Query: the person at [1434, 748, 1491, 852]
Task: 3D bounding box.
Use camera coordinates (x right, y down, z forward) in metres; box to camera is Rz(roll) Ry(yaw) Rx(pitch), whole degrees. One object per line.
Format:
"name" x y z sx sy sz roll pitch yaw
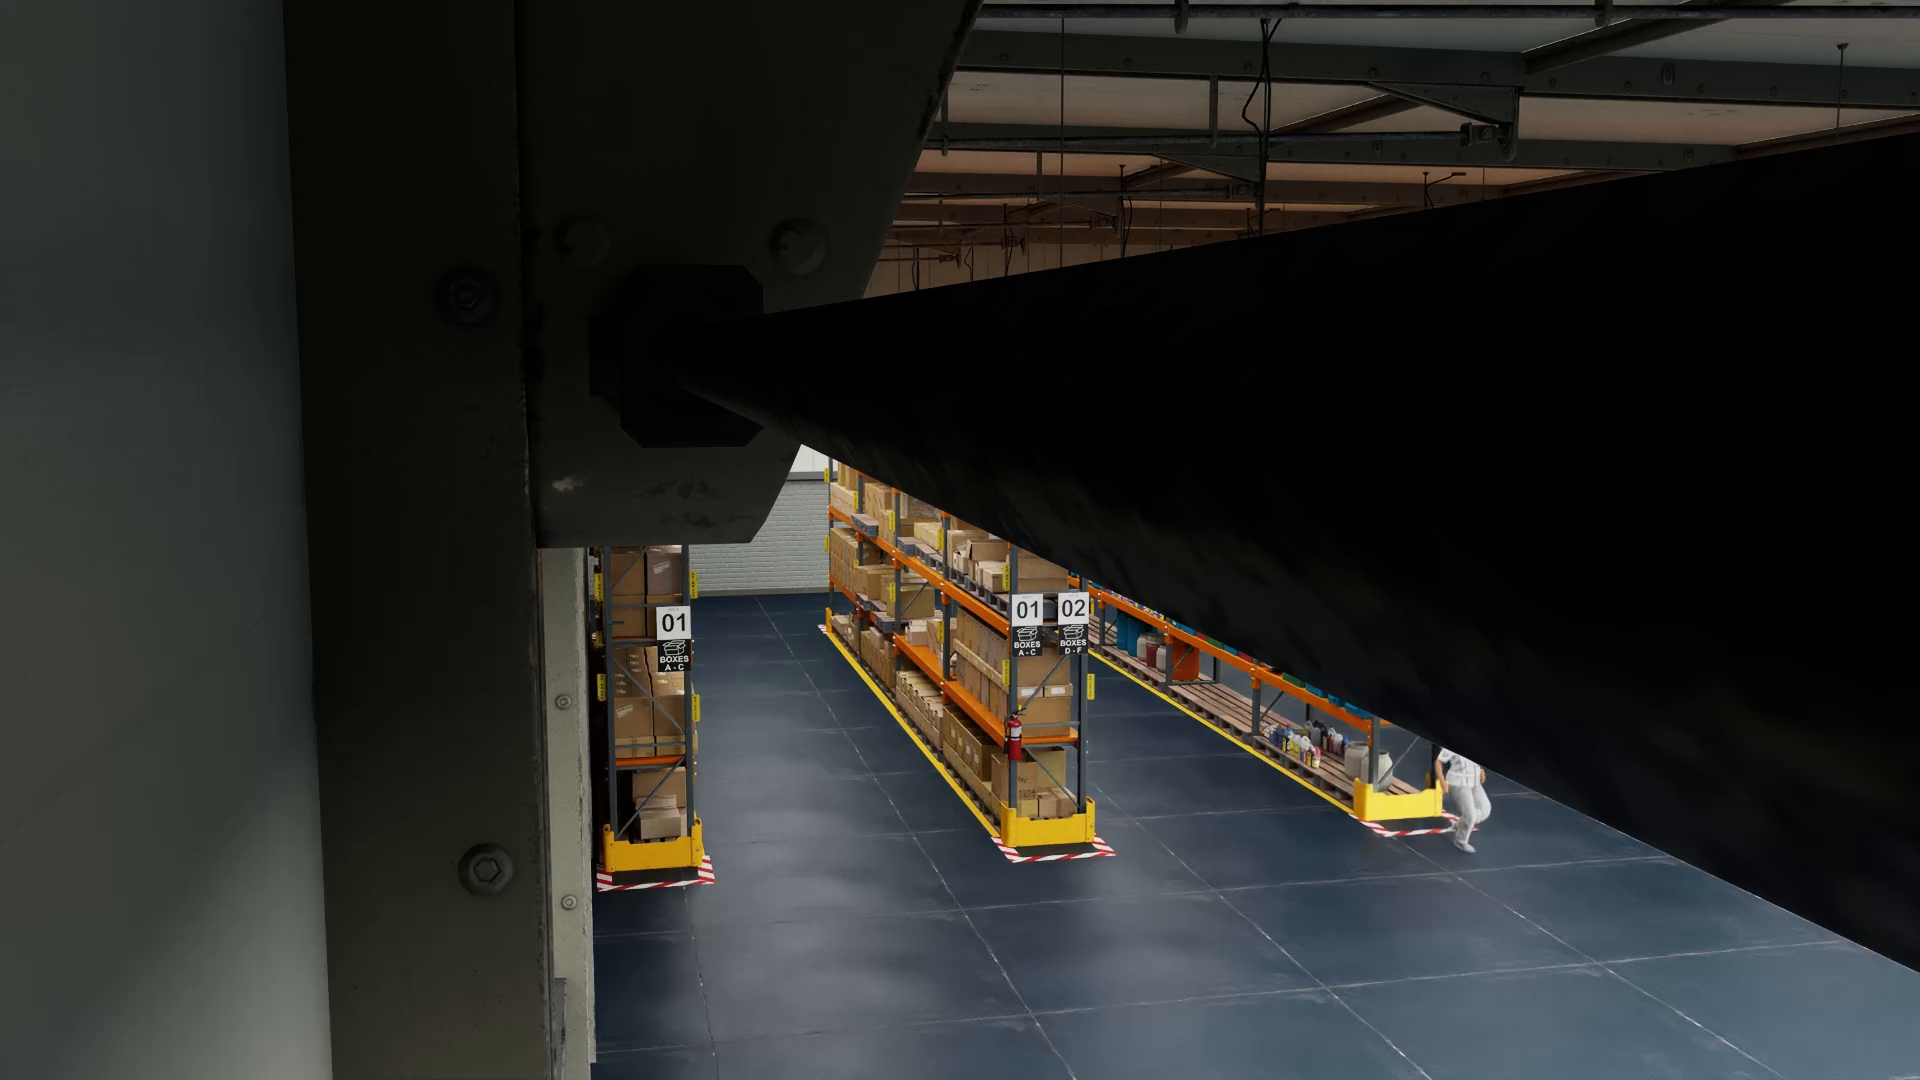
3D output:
"person" 6.309 3.090 20.805 0.754 1.627 0.516 -5 9 -38
